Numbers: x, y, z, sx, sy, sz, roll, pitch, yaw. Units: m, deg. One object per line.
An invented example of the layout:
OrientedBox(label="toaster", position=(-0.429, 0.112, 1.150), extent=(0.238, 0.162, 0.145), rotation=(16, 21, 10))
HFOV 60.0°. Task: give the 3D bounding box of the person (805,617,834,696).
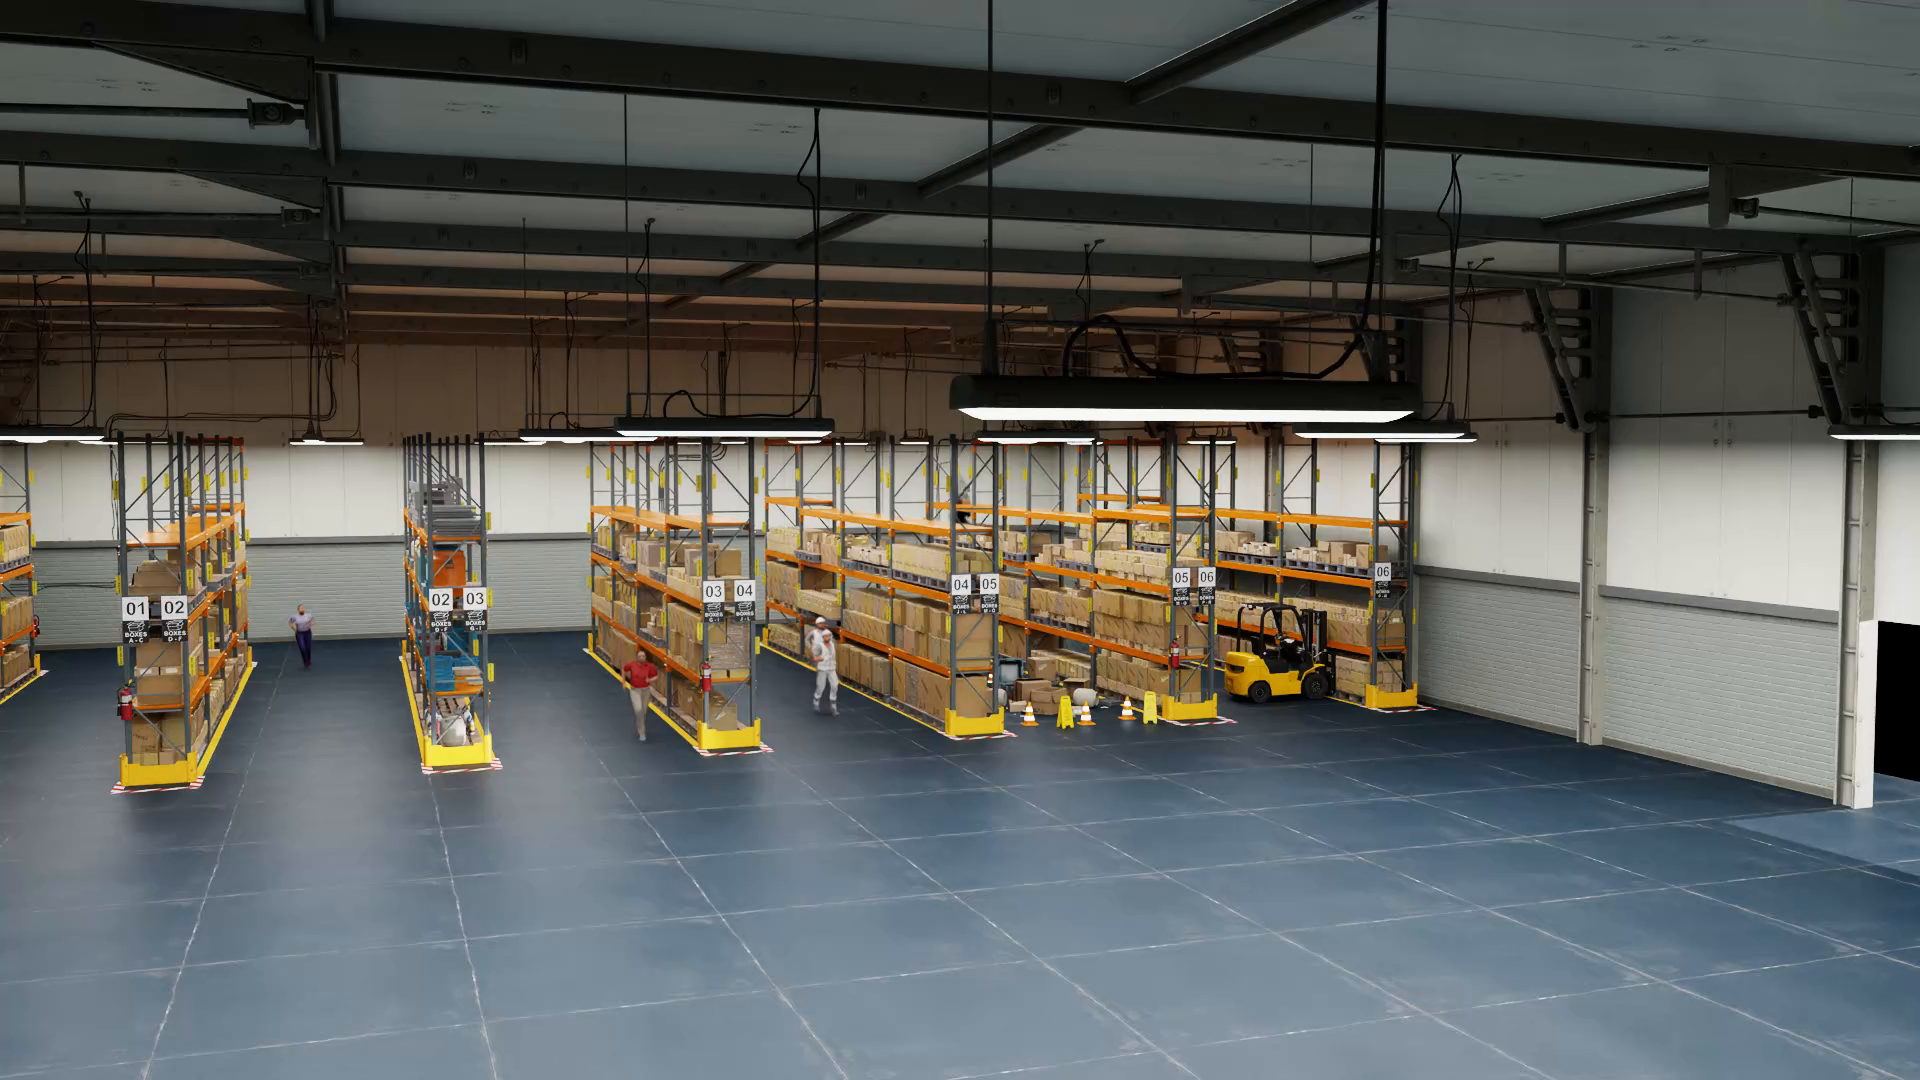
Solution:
OrientedBox(label="person", position=(-3.229, 2.706, 38.608), extent=(0.641, 1.834, 0.727), rotation=(-1, 3, -23))

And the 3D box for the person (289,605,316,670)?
OrientedBox(label="person", position=(-17.078, 2.518, 43.229), extent=(0.608, 1.699, 0.790), rotation=(-2, 4, -33))

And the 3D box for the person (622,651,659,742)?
OrientedBox(label="person", position=(-6.300, 3.055, 32.813), extent=(0.688, 1.781, 0.937), rotation=(-1, 3, -19))

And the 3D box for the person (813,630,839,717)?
OrientedBox(label="person", position=(-2.892, 2.837, 35.675), extent=(0.662, 1.846, 0.836), rotation=(-2, 4, -33))

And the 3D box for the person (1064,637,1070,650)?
OrientedBox(label="person", position=(2.759, 2.267, 45.837), extent=(0.663, 1.726, 0.980), rotation=(-1, 3, -19))
